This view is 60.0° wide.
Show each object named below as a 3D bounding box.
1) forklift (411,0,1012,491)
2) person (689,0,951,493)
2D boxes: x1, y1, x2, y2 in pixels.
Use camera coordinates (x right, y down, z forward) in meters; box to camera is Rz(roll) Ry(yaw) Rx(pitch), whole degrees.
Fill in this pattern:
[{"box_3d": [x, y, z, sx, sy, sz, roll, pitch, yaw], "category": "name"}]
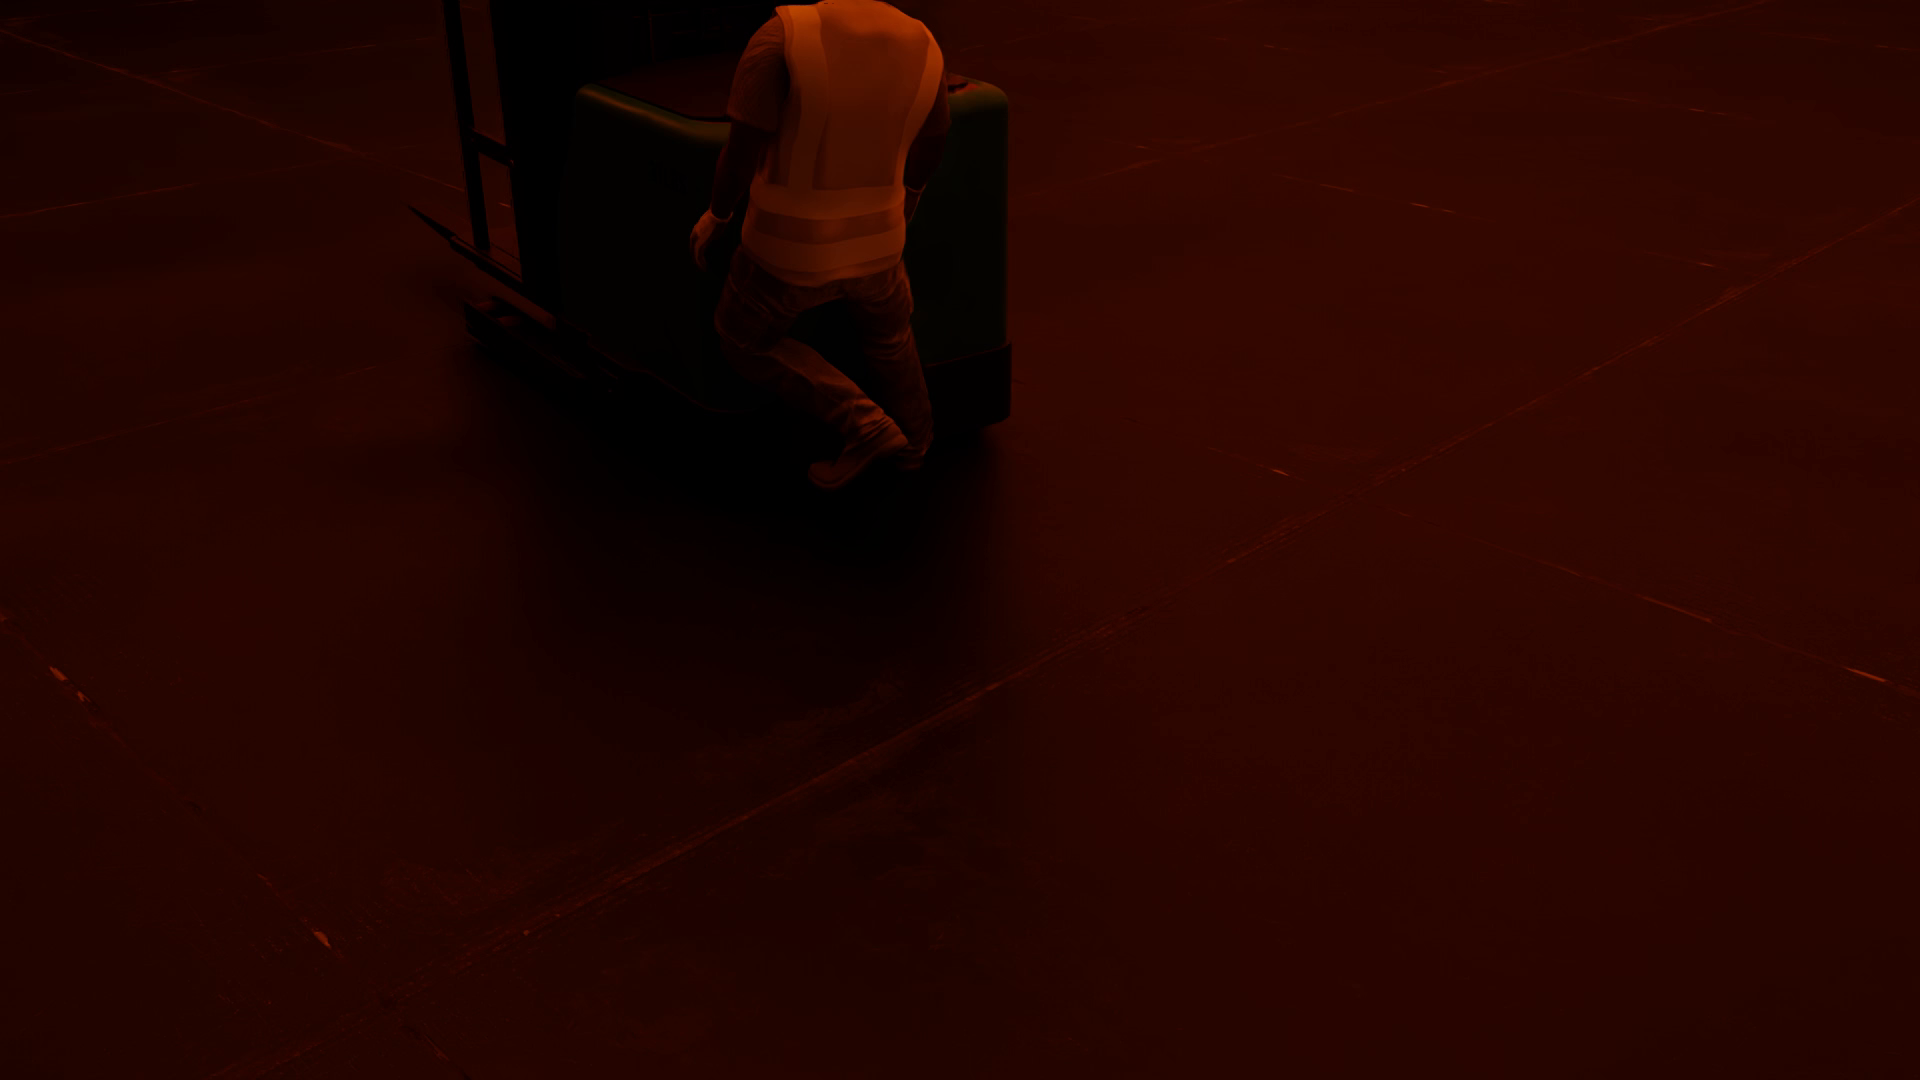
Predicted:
[{"box_3d": [-1.110, -2.044, 5.383, 1.130, 2.935, 3.031, -18, 31, -32], "category": "forklift"}, {"box_3d": [-0.362, -0.855, 4.393, 0.789, 1.691, 0.725, -16, 30, -29], "category": "person"}]
